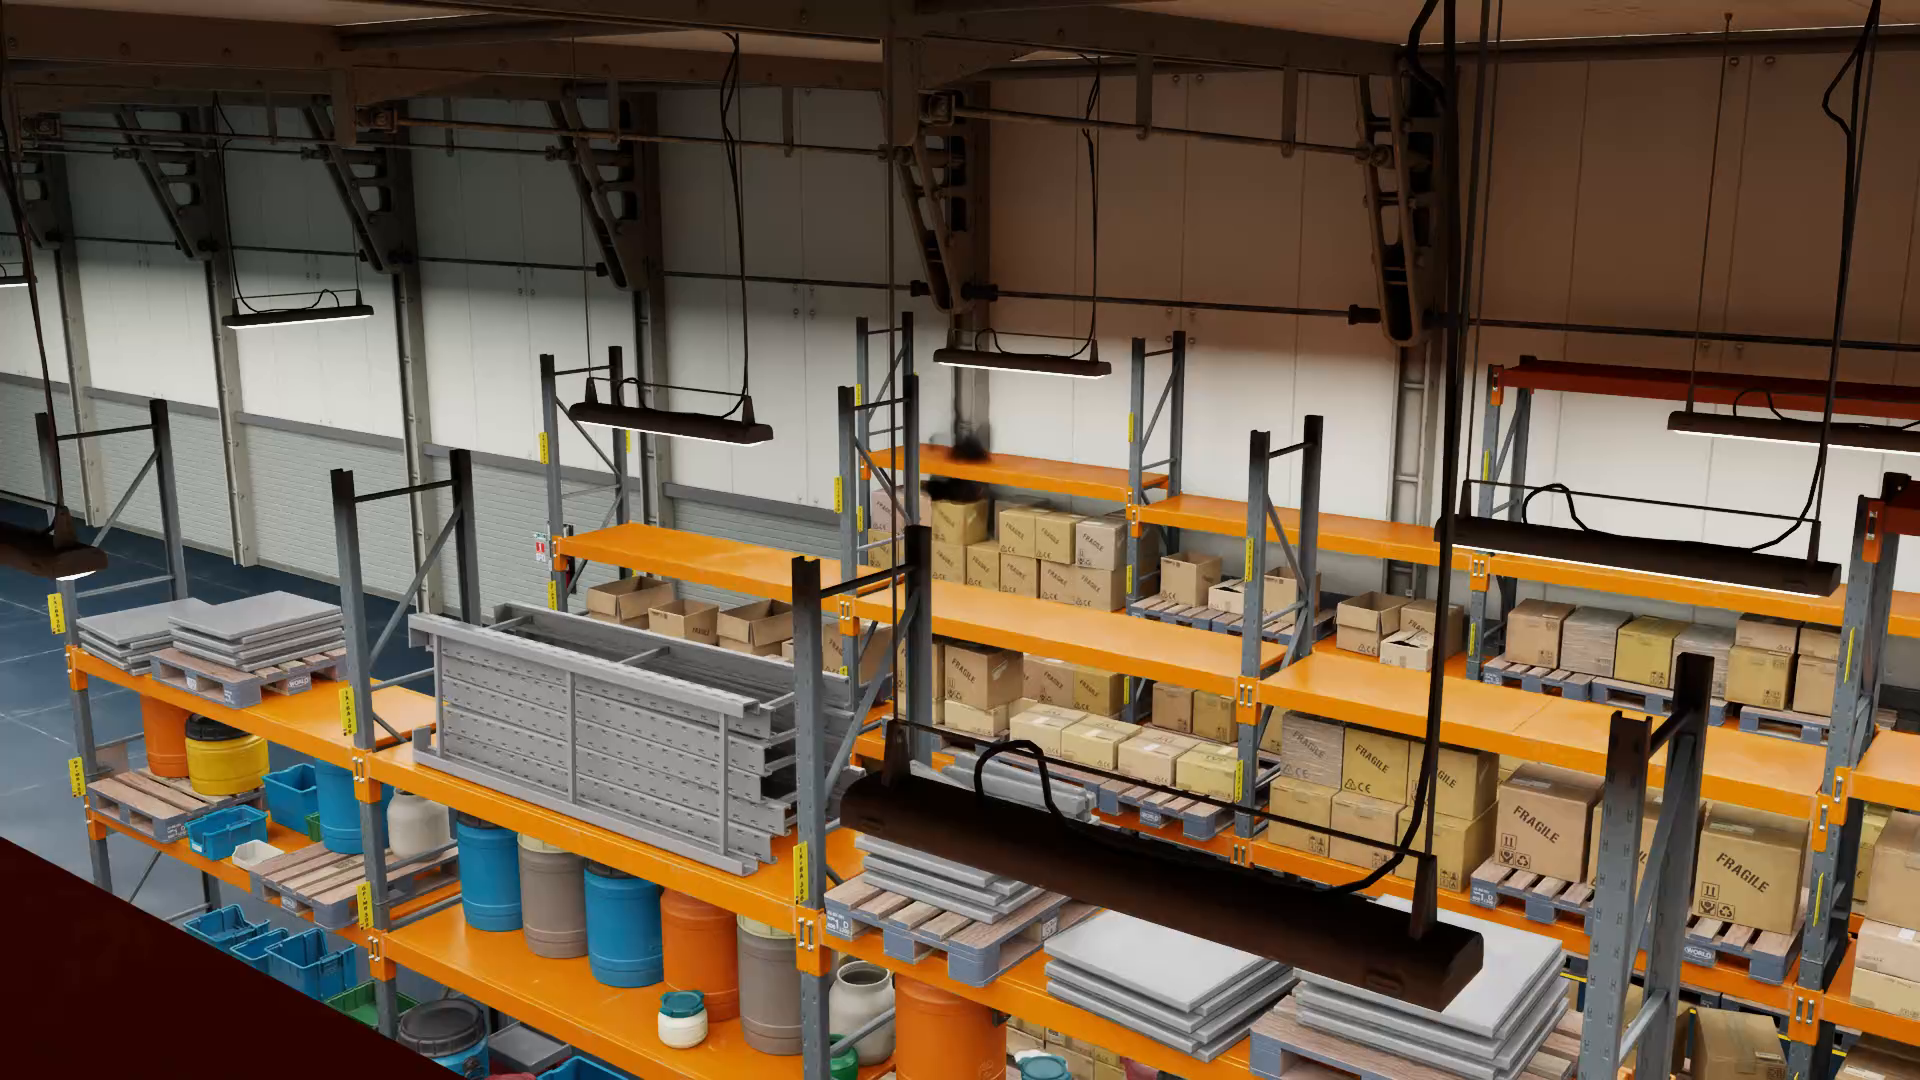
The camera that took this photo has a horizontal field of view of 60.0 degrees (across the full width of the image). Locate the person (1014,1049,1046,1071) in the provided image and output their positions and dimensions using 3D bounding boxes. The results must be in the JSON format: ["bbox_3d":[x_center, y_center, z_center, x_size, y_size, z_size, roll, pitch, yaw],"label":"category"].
[{"bbox_3d":[0.528,4.492,12.065,0.625,1.733,0.682,7,15,29],"label":"person"}]
